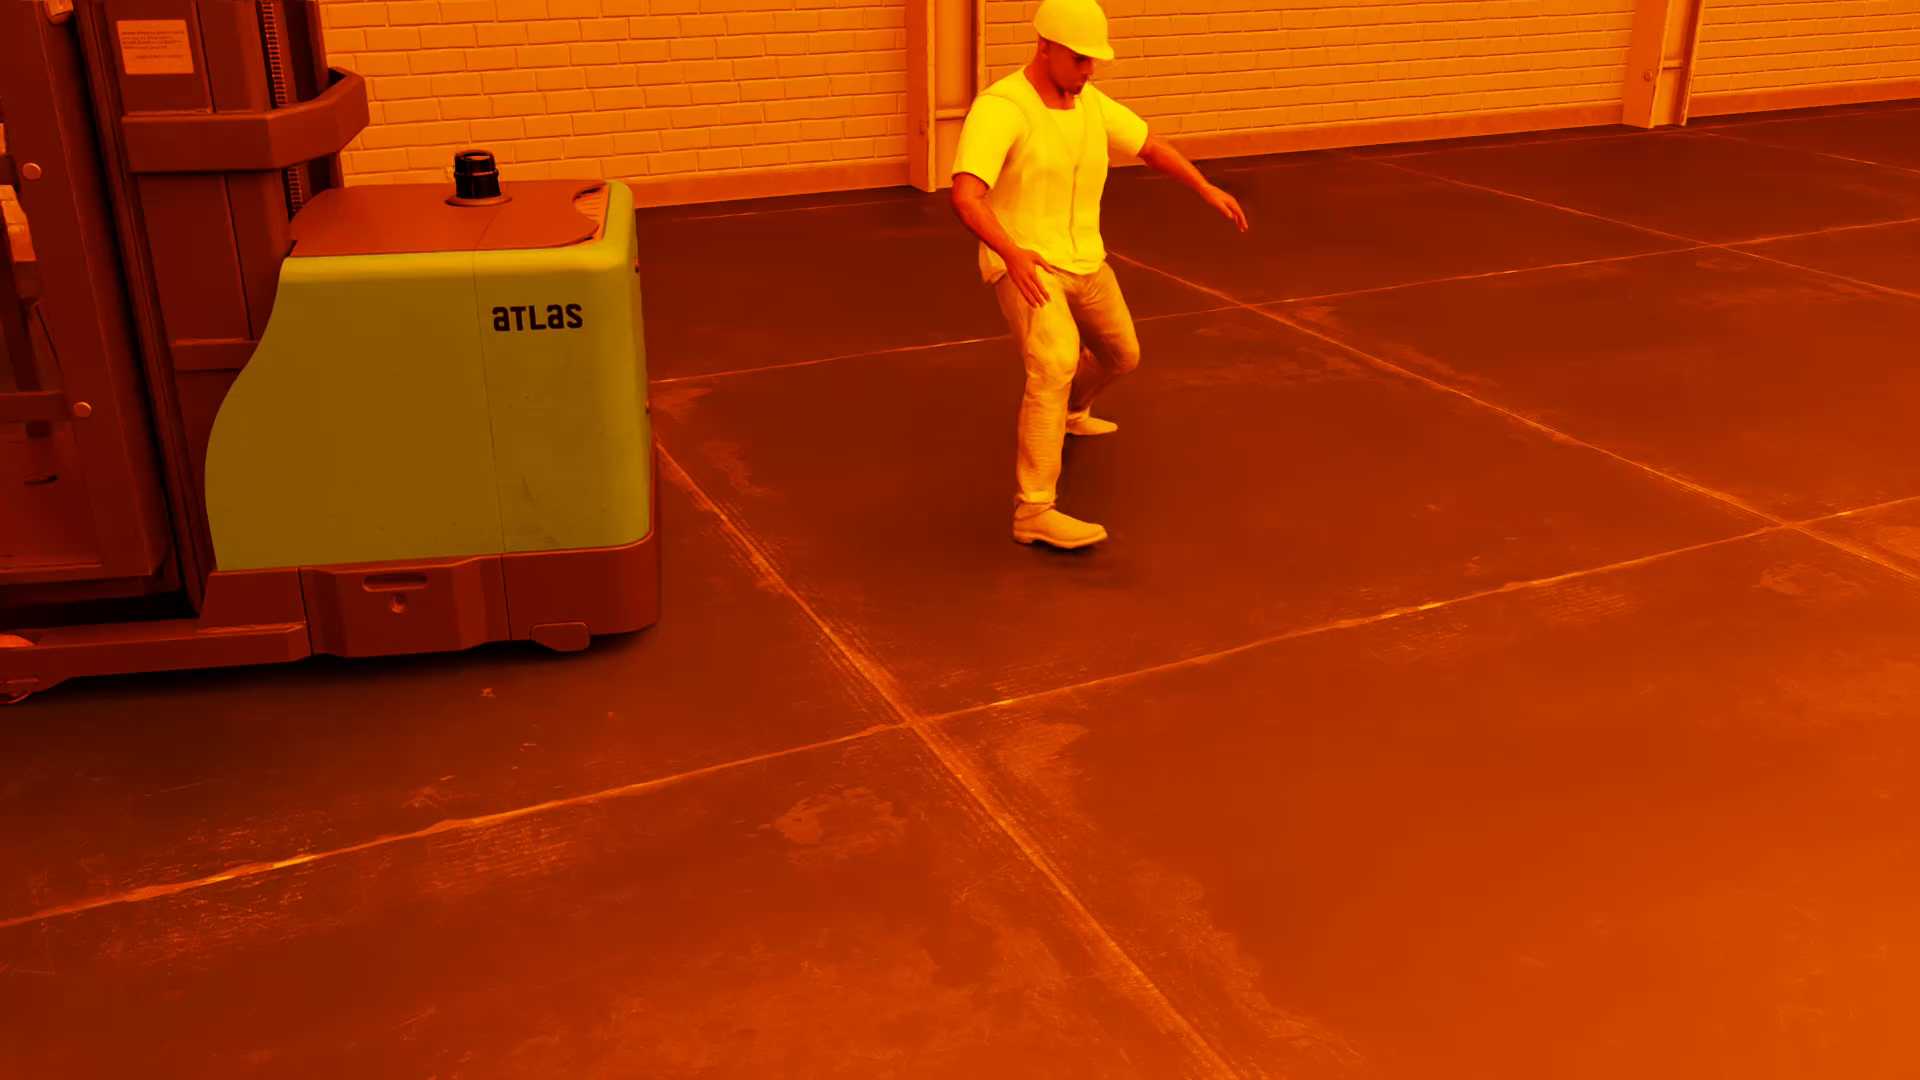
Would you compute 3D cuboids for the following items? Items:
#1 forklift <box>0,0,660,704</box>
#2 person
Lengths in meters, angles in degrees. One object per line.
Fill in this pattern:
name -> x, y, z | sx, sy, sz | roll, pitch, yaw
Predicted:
forklift -> -2.365, -1.153, 4.062 | 3.031, 2.935, 1.130 | -4, 23, -9
person -> 0.399, -0.901, 5.263 | 1.055, 1.604, 0.969 | -19, 29, -39
